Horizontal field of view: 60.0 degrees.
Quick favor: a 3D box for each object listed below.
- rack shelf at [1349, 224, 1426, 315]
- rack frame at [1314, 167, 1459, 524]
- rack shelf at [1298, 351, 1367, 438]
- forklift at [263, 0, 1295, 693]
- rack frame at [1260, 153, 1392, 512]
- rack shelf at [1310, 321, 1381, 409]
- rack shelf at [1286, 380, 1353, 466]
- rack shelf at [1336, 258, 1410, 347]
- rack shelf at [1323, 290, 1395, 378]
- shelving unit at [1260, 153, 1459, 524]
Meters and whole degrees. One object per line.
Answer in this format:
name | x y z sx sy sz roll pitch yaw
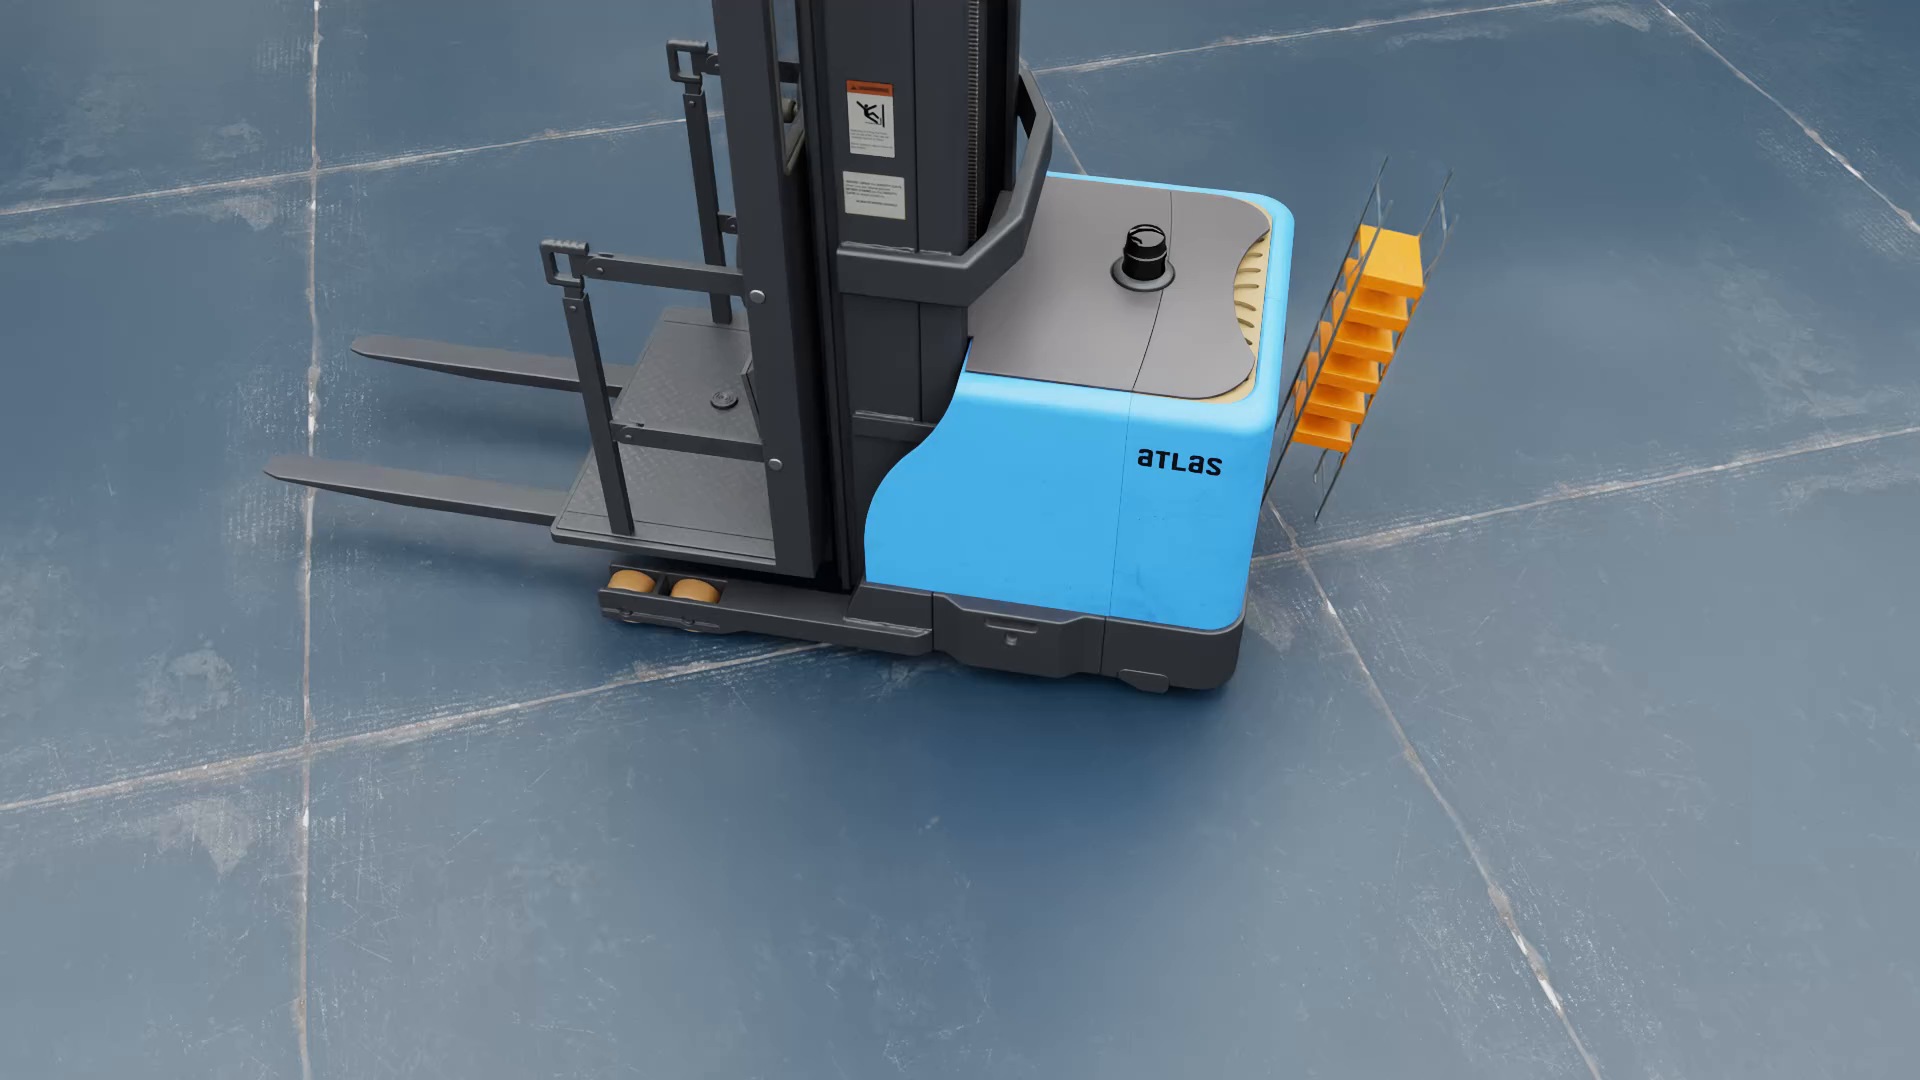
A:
rack shelf | 1.209 -0.773 4.721 0.180 0.103 0.258 12 46 -1
rack frame | 1.247 -0.541 4.951 0.006 1.200 0.240 12 46 -1
rack shelf | 1.131 -0.449 5.067 0.180 0.103 0.258 12 46 -1
forklift | -0.612 -1.111 4.287 3.031 2.935 1.130 8 46 8
rack frame | 1.068 -0.579 4.946 0.006 1.200 0.240 12 46 -1
rack shelf | 1.150 -0.530 4.980 0.180 0.103 0.258 12 46 -1
rack shelf | 1.111 -0.368 5.153 0.180 0.103 0.258 12 46 -1
rack shelf | 1.189 -0.692 4.807 0.180 0.103 0.258 12 46 -1
rack shelf | 1.170 -0.611 4.894 0.180 0.103 0.258 12 46 -1
shelving unit | 1.158 -0.560 4.948 0.189 1.200 0.258 12 46 -1
